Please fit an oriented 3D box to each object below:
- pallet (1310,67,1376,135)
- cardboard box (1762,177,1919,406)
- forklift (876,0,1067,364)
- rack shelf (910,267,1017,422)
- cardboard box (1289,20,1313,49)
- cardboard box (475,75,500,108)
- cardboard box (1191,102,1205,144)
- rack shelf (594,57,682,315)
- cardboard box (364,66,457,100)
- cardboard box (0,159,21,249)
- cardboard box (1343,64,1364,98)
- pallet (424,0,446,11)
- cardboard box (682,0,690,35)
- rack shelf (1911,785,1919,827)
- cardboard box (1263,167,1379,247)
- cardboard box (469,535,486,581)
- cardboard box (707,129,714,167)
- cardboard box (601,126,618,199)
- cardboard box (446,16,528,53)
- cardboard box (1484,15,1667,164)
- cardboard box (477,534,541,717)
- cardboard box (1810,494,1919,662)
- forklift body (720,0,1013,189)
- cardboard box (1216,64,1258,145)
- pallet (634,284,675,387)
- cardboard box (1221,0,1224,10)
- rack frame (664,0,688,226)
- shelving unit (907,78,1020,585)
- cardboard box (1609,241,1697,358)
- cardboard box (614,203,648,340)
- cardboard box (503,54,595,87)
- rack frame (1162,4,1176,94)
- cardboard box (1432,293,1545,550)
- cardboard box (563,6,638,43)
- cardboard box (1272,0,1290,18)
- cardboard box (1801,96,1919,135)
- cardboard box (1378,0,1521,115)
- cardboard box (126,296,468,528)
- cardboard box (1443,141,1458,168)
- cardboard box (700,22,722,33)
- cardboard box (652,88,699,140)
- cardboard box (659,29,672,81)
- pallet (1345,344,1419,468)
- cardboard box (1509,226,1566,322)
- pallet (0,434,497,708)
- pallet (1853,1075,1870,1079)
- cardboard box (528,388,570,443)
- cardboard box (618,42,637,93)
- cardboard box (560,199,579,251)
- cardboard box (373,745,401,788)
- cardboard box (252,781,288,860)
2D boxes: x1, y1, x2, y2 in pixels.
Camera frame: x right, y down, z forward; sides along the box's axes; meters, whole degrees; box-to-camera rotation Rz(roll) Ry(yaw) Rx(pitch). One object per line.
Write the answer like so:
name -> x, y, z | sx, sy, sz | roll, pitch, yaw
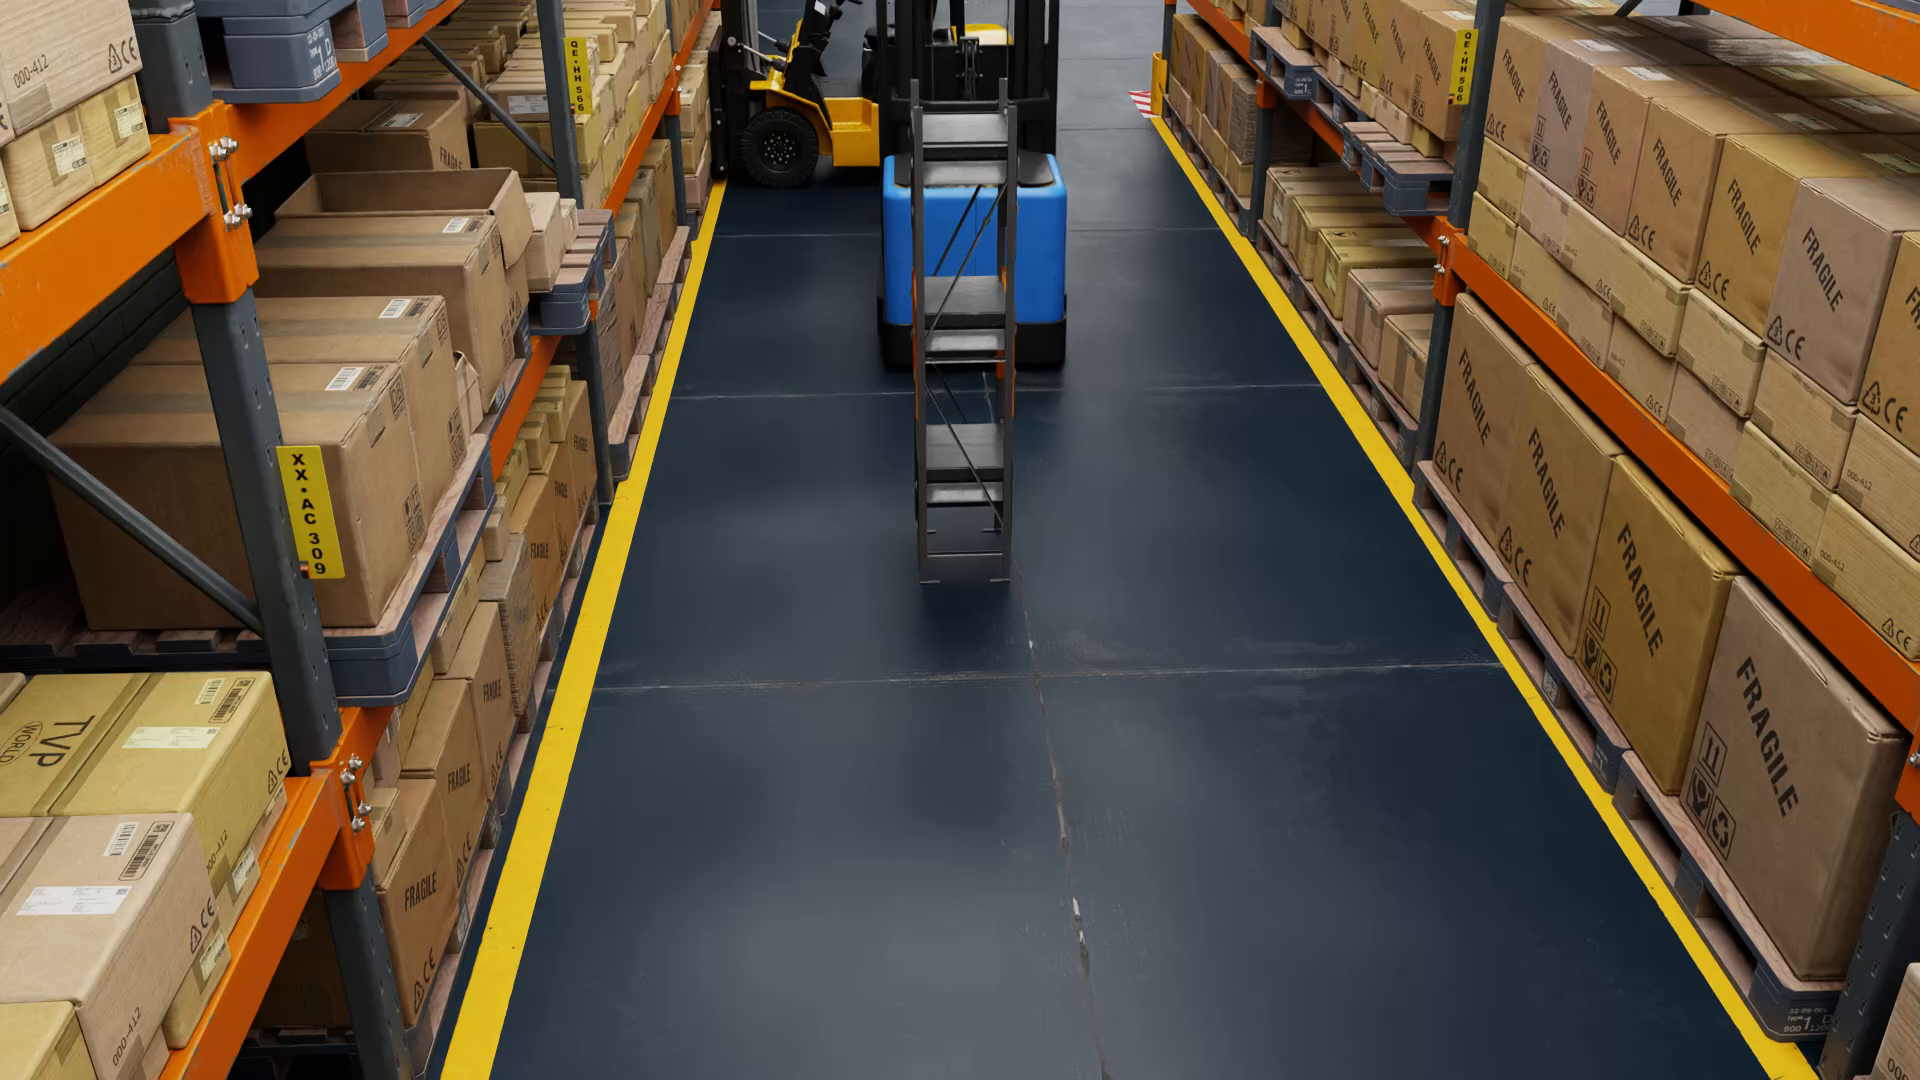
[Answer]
pallet -> 2.622, -2.455, 9.421 | 1.003, 0.211, 1.213 | -1, 28, -3
cardboard box -> 2.666, -0.706, 4.671 | 0.500, 0.500, 0.500 | -1, 28, -2
forklift -> 0.036, -2.947, 10.231 | 1.130, 2.935, 3.031 | -1, 28, -2
rack shelf -> 0.009, -0.842, 7.124 | 0.431, 0.518, 0.480 | -1, 28, -3
cardboard box -> 2.275, -3.170, 10.403 | 0.380, 0.149, 0.250 | -1, 28, -2
cardboard box -> -2.520, -2.097, 8.149 | 0.500, 0.250, 0.500 | -1, 28, -2
cardboard box -> 2.174, -3.422, 13.586 | 0.500, 0.250, 0.500 | 0, 28, 1
rack shelf -> -2.295, -2.110, 9.330 | 1.077, 0.370, 4.000 | -1, 28, -3
cardboard box -> -2.535, -2.101, 7.724 | 0.380, 0.149, 0.250 | -1, 28, -1
cardboard box -> -1.653, -0.480, 2.455 | 0.380, 0.149, 0.250 | 0, 28, -1
cardboard box -> 2.354, -2.561, 9.234 | 0.380, 0.149, 0.250 | -2, 28, -4
pallet -> -2.003, -1.686, 4.699 | 1.213, 0.211, 1.003 | -1, 28, -3
cardboard box -> -2.206, -3.848, 11.776 | 0.500, 0.500, 0.500 | -1, 28, -2
rack shelf -> 3.079, 1.463, 2.479 | 1.077, 0.370, 4.000 | -1, 28, -3
cardboard box -> 2.587, -2.253, 11.213 | 0.950, 0.372, 0.625 | -1, 28, -2
cardboard box -> -1.909, 0.079, 5.902 | 0.380, 0.149, 0.250 | -1, 28, -2
cardboard box -> -2.179, -3.022, 12.820 | 0.500, 0.250, 0.500 | -1, 28, -2
cardboard box -> -1.991, -1.882, 8.277 | 0.500, 0.250, 0.500 | -2, 28, -4
cardboard box -> -2.509, -2.691, 8.856 | 0.380, 0.149, 0.250 | -1, 28, -1
cardboard box -> 2.547, -1.881, 6.923 | 0.500, 0.500, 0.500 | -2, 28, -4
cardboard box -> -1.863, 0.319, 6.143 | 0.500, 0.500, 0.500 | -2, 28, -4
cardboard box -> 2.700, 0.086, 4.504 | 0.500, 0.250, 0.500 | -2, 28, -4
forklift body -> -0.688, -3.992, 13.078 | 2.313, 2.155, 1.214 | -1, 28, -3
cardboard box -> 2.230, -3.275, 12.494 | 0.500, 0.500, 0.500 | -1, 28, -2
pallet -> -2.255, -1.212, 9.846 | 1.003, 0.211, 1.213 | -1, 28, -3
cardboard box -> 2.196, -4.092, 12.623 | 0.380, 0.149, 0.250 | -2, 28, -4
rack frame -> -2.400, -3.352, 10.934 | 1.000, 3.000, 0.127 | -1, 28, -3
shelving unit -> 0.009, -0.855, 7.118 | 0.431, 2.100, 0.503 | -1, 28, -3
cardboard box -> 2.599, -0.838, 5.735 | 0.500, 0.250, 0.500 | -1, 28, -2
cardboard box -> -2.287, -1.539, 9.572 | 0.875, 0.625, 0.625 | -2, 28, -5
cardboard box -> -1.968, -2.233, 7.978 | 0.380, 0.149, 0.250 | -1, 28, -1
rack frame -> 2.348, -5.321, 14.709 | 1.000, 3.000, 0.127 | -1, 28, -3
cardboard box -> 2.719, -0.550, 7.404 | 0.875, 0.875, 0.875 | -2, 28, -3
cardboard box -> -1.973, -2.822, 9.108 | 0.380, 0.149, 0.250 | -2, 28, -4
cardboard box -> 2.295, -3.613, 10.550 | 0.500, 0.500, 0.500 | -1, 28, -1
cardboard box -> 3.128, -1.182, 5.583 | 0.500, 0.500, 0.500 | -2, 28, -3
cardboard box -> 2.427, -2.431, 8.283 | 0.500, 0.500, 0.500 | -2, 28, -3
cardboard box -> -1.811, -0.356, 4.628 | 0.700, 0.500, 0.500 | -1, 28, -2
cardboard box -> 2.514, -1.847, 7.866 | 0.380, 0.149, 0.250 | 0, 28, -1
cardboard box -> -2.240, -4.169, 13.938 | 0.500, 0.250, 0.500 | -1, 28, -2
cardboard box -> -2.112, -2.994, 11.684 | 0.500, 0.250, 0.500 | -2, 28, -3
cardboard box -> -2.112, -3.060, 10.535 | 0.500, 0.250, 0.500 | -1, 28, -1
pallet -> 2.727, -0.751, 8.962 | 1.003, 0.211, 1.213 | -1, 28, -3
cardboard box -> 2.585, -1.092, 6.761 | 0.500, 0.250, 0.500 | -2, 28, -4
pallet -> -1.915, 0.055, 4.608 | 1.003, 0.211, 1.213 | -1, 28, -3
pallet -> 2.936, 1.810, 4.052 | 1.003, 0.211, 1.213 | -1, 28, -3
cardboard box -> -1.867, -0.523, 7.057 | 0.380, 0.149, 0.250 | -3, 28, -5
cardboard box -> -2.056, -2.580, 9.074 | 0.500, 0.250, 0.500 | -1, 28, -2
cardboard box -> -1.773, -1.286, 6.789 | 0.380, 0.149, 0.250 | -1, 28, -2
cardboard box -> -1.827, 0.678, 4.753 | 0.380, 0.149, 0.250 | -2, 28, -4
cardboard box -> -1.713, 0.595, 3.638 | 0.380, 0.149, 0.250 | -1, 28, -2
